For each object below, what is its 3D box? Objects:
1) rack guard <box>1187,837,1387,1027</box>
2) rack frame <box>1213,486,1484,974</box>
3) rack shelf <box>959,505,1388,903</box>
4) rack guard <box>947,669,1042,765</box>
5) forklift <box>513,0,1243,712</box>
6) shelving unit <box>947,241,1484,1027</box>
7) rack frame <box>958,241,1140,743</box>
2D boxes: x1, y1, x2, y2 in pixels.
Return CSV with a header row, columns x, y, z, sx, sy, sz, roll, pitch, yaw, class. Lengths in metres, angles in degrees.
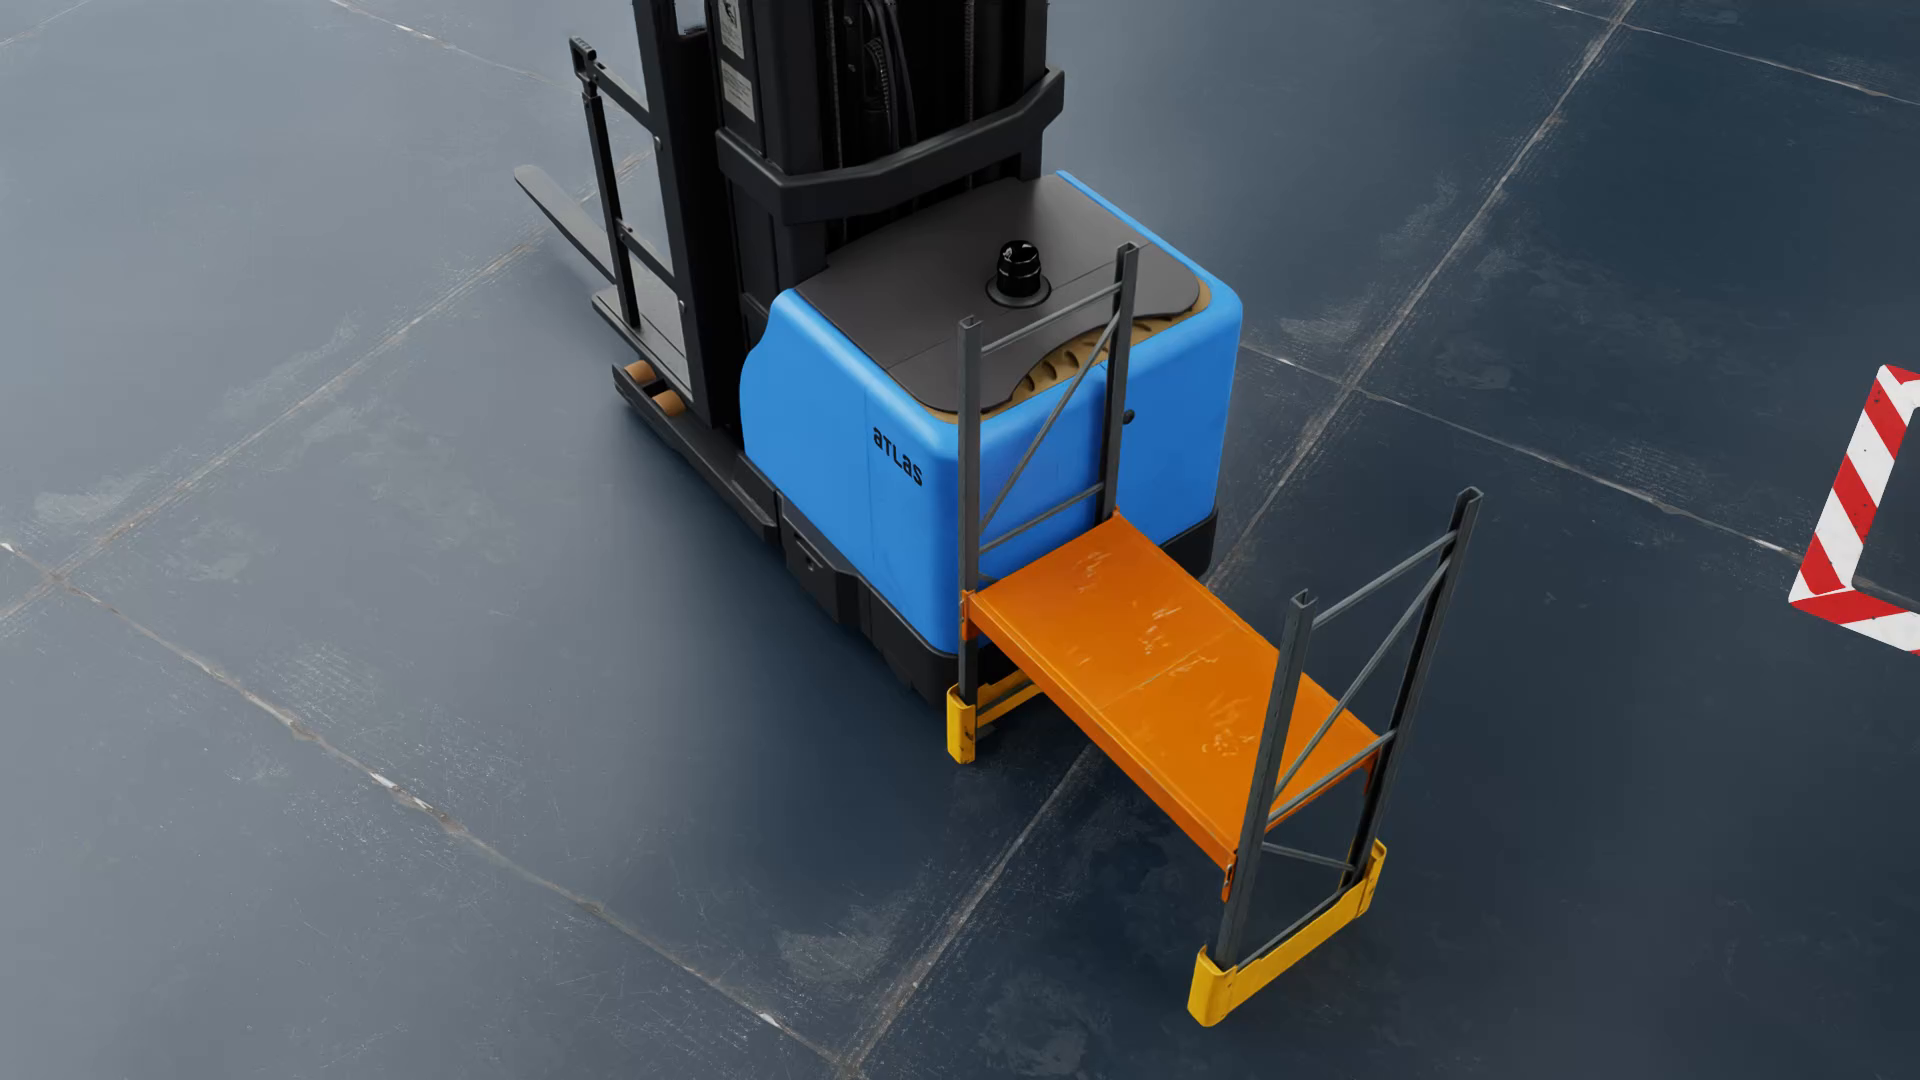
x,y,z,sx,sy,sz,roll,pitch,yaw,class
0.814,0.966,4.137,0.587,0.250,0.087,-28,52,-25,rack guard
0.815,0.532,3.688,0.500,1.500,0.032,-28,52,-25,rack frame
0.510,0.366,4.100,0.538,0.185,1.000,-28,52,-25,rack shelf
0.216,0.396,4.691,0.587,0.250,0.087,-28,52,-25,rack guard
-0.519,-1.547,4.709,1.130,2.935,3.031,-28,52,-25,forklift
0.515,0.245,3.966,0.587,1.500,1.083,-28,52,-25,shelving unit
0.204,-0.051,4.254,0.500,1.500,0.032,-28,52,-25,rack frame
